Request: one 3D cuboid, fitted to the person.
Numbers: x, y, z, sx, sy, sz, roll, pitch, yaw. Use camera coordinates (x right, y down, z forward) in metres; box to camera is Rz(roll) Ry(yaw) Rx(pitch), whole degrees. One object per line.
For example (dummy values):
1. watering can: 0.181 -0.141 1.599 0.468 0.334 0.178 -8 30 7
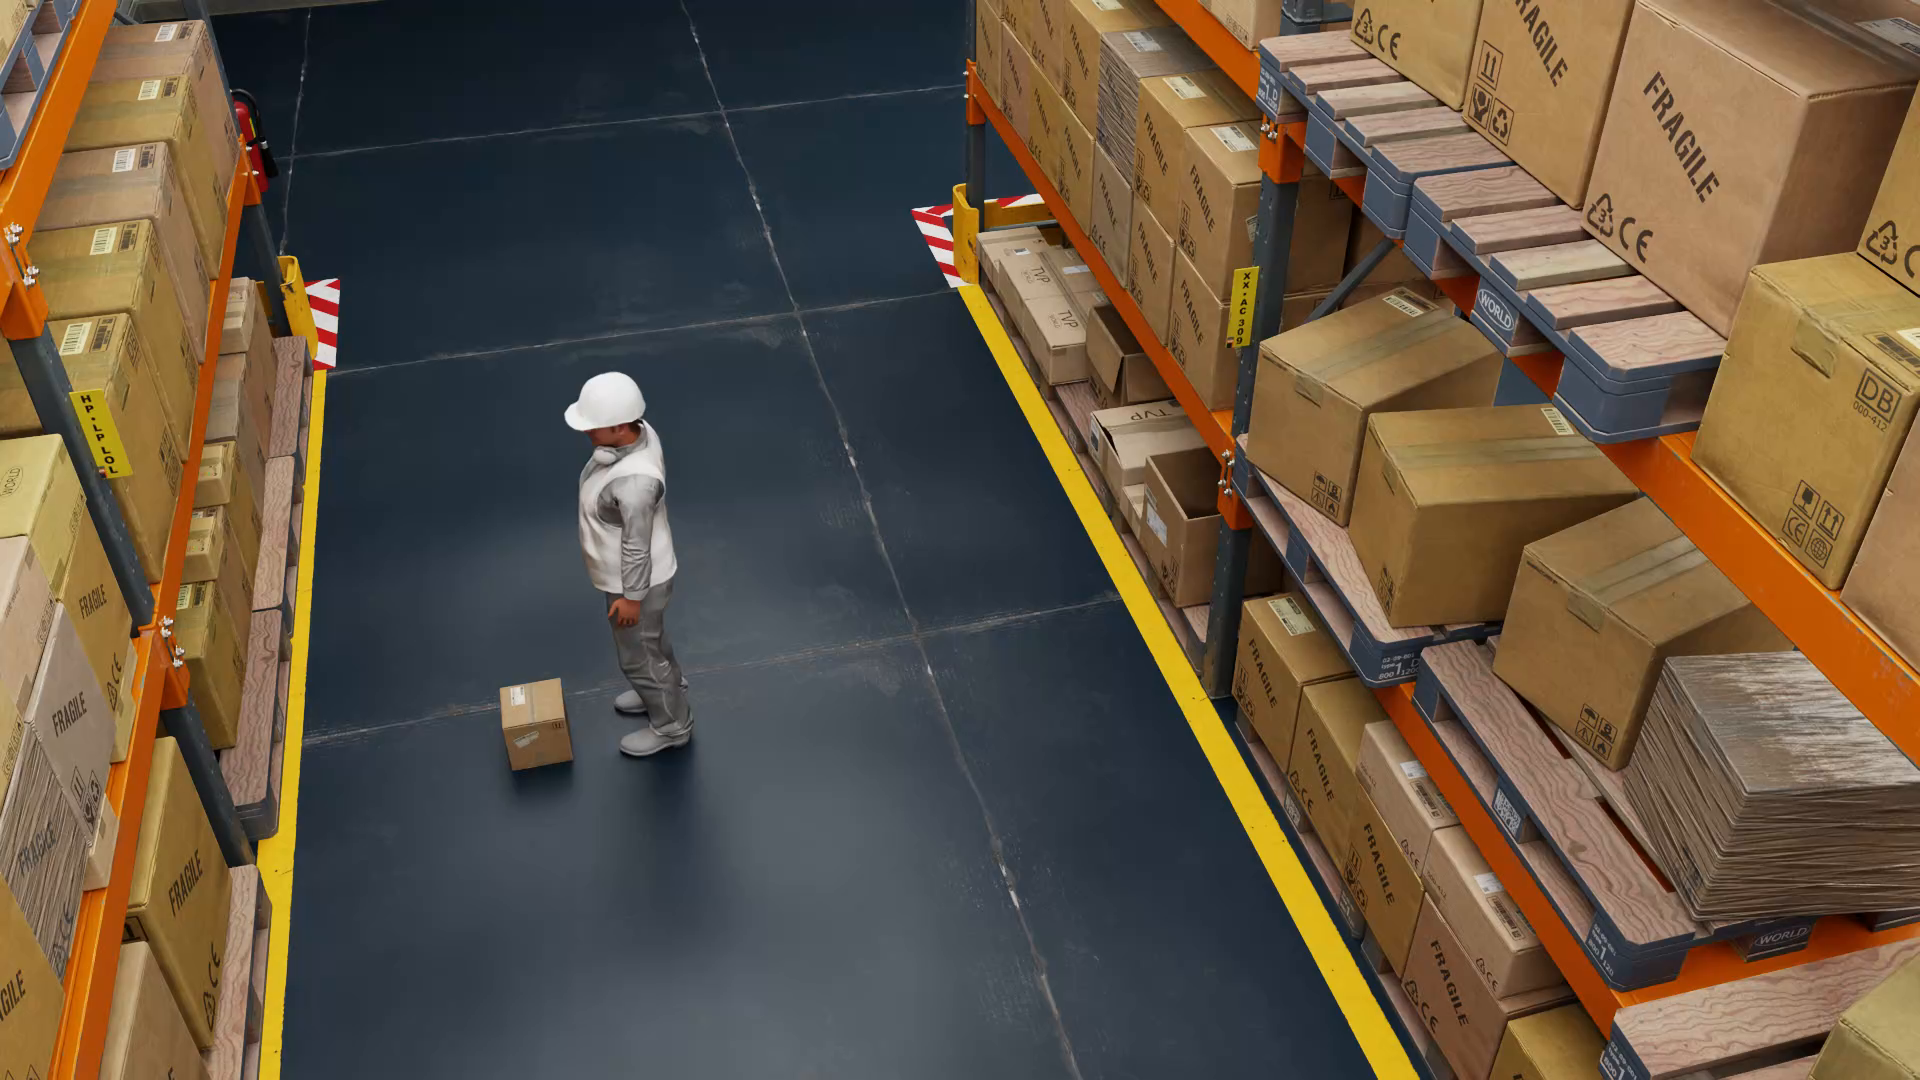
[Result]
1. person: -1.295 0.103 6.568 0.360 1.766 0.533 -9 39 -11
